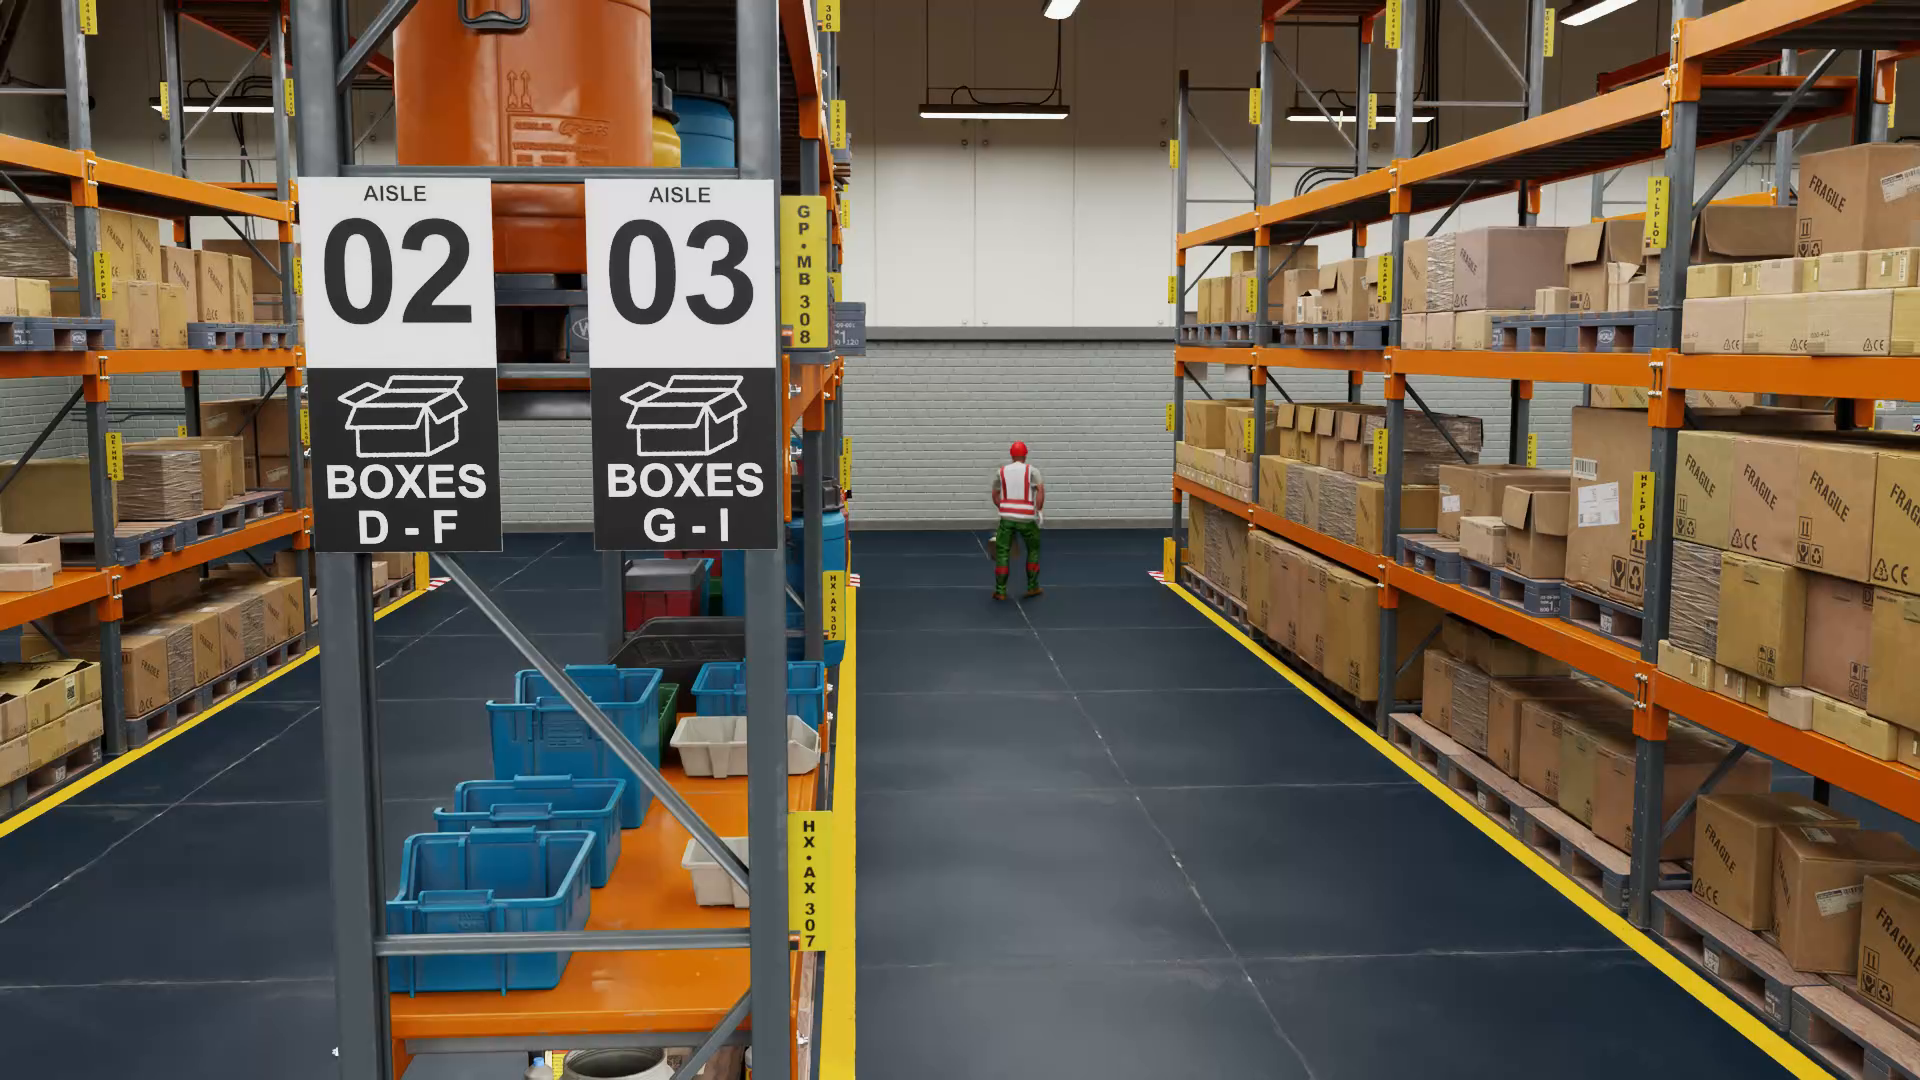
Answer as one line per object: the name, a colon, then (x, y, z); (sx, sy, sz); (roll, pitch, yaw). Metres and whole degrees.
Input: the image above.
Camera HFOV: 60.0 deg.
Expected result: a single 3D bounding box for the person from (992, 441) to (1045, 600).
person: (0.659, -0.234, 18.738); (0.620, 1.748, 0.663); (1, 7, 9)
